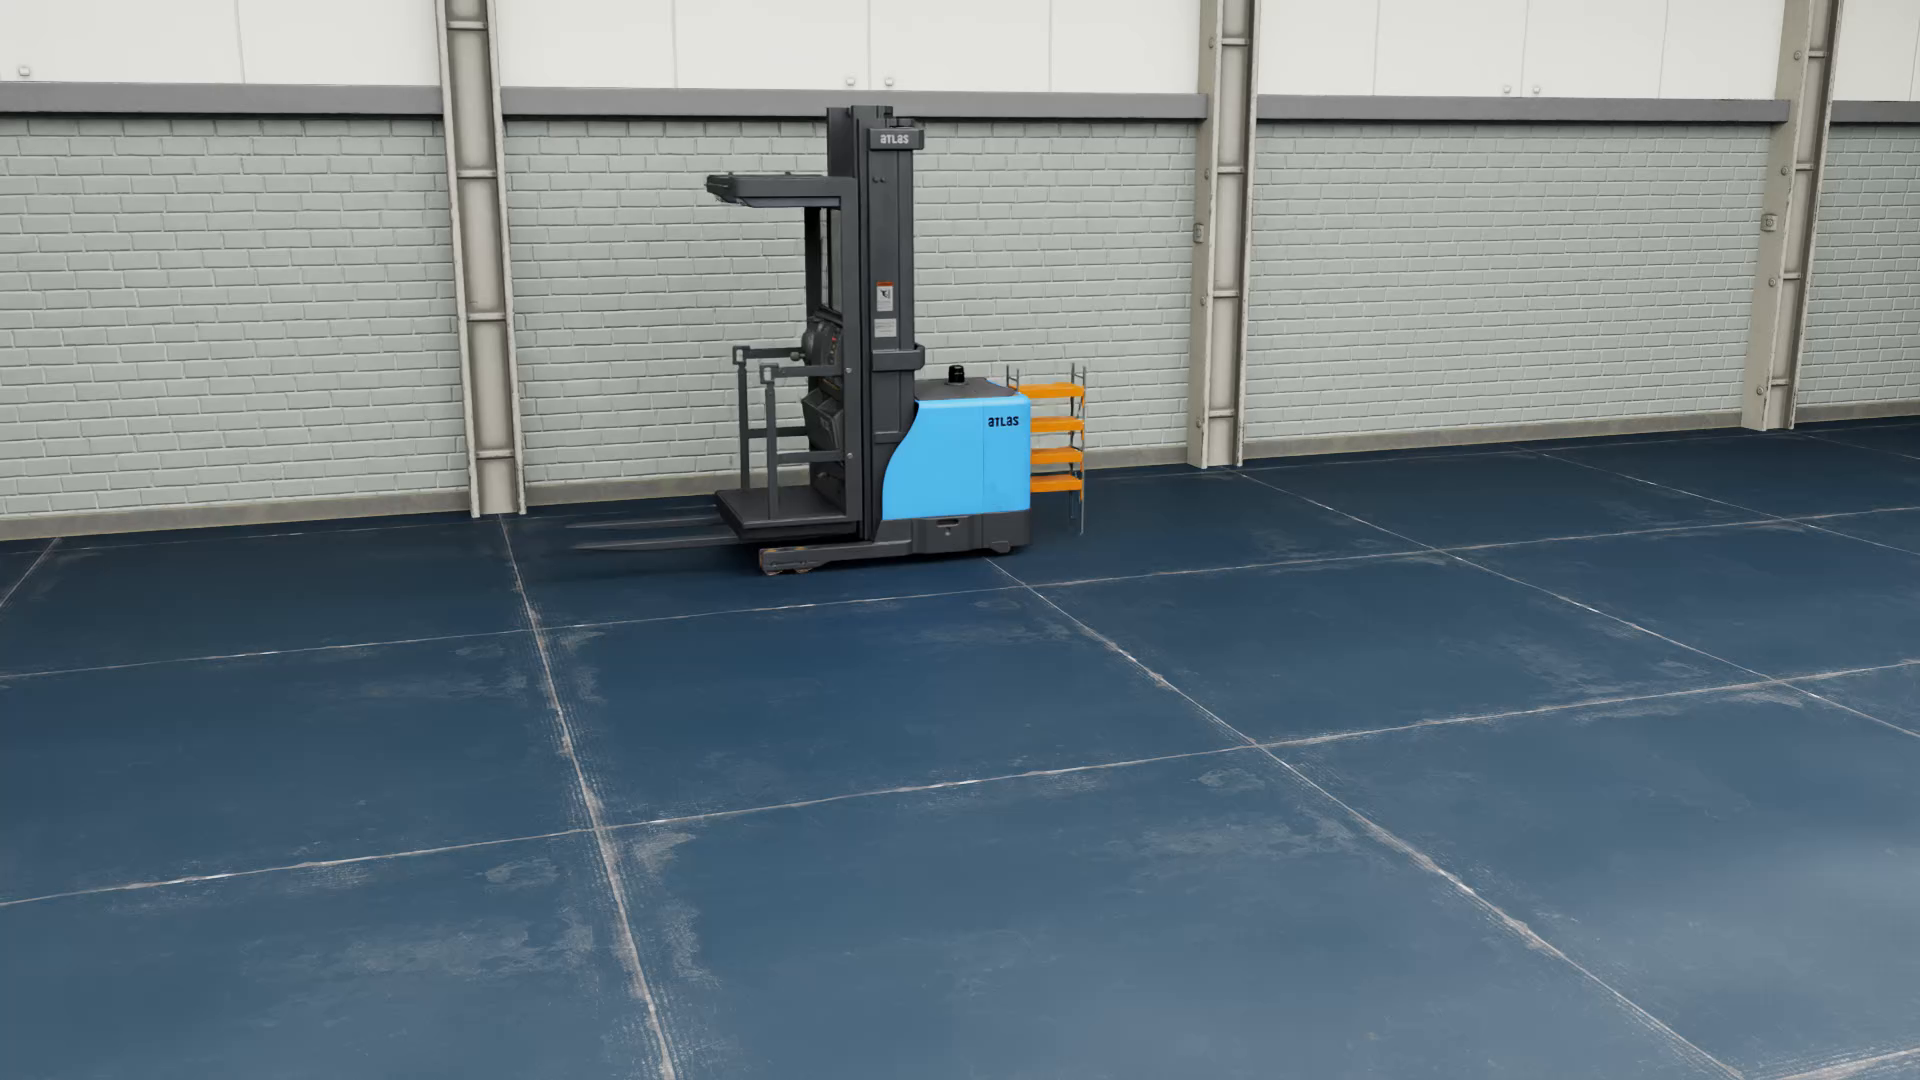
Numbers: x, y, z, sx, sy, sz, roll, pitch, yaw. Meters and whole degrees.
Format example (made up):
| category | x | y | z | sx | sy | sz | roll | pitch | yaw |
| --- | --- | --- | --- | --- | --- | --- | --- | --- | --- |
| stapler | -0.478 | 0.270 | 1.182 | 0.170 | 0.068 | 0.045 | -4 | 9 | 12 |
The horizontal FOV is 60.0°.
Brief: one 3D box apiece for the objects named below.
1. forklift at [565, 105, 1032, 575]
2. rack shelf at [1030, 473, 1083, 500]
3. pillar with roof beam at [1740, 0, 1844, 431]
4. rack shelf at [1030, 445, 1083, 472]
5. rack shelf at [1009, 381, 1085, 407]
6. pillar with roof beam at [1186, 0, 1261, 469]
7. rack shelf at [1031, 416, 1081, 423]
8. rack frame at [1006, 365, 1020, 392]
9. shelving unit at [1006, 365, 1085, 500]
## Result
| category | x | y | z | sx | sy | sz | roll | pitch | yaw |
| --- | --- | --- | --- | --- | --- | --- | --- | --- | --- |
| forklift | -1.089 | -1.336 | 10.927 | 3.031 | 2.935 | 1.130 | -4 | 14 | -17 |
| rack shelf | 0.598 | -0.367 | 11.743 | 0.480 | 0.148 | 0.258 | -4 | 14 | -17 |
| pillar with roof beam | 9.261 | -4.535 | 11.262 | 0.400 | 9.000 | 9.100 | -4 | 14 | -18 |
| rack shelf | 0.598 | -0.560 | 11.697 | 0.480 | 0.148 | 0.258 | -4 | 14 | -17 |
| rack shelf | 0.598 | -1.008 | 11.590 | 0.480 | 0.148 | 0.258 | -4 | 14 | -17 |
| pillar with roof beam | 3.574 | -4.092 | 9.400 | 0.400 | 9.000 | 9.100 | -4 | 14 | -18 |
| rack shelf | 0.598 | -0.830 | 11.633 | 0.457 | 0.021 | 0.221 | -4 | 14 | -17 |
| rack frame | 0.365 | -0.609 | 11.610 | 0.015 | 1.200 | 0.240 | -4 | 14 | -17 |
| shelving unit | 0.592 | -0.625 | 11.680 | 0.492 | 1.200 | 0.258 | -4 | 14 | -17 |
